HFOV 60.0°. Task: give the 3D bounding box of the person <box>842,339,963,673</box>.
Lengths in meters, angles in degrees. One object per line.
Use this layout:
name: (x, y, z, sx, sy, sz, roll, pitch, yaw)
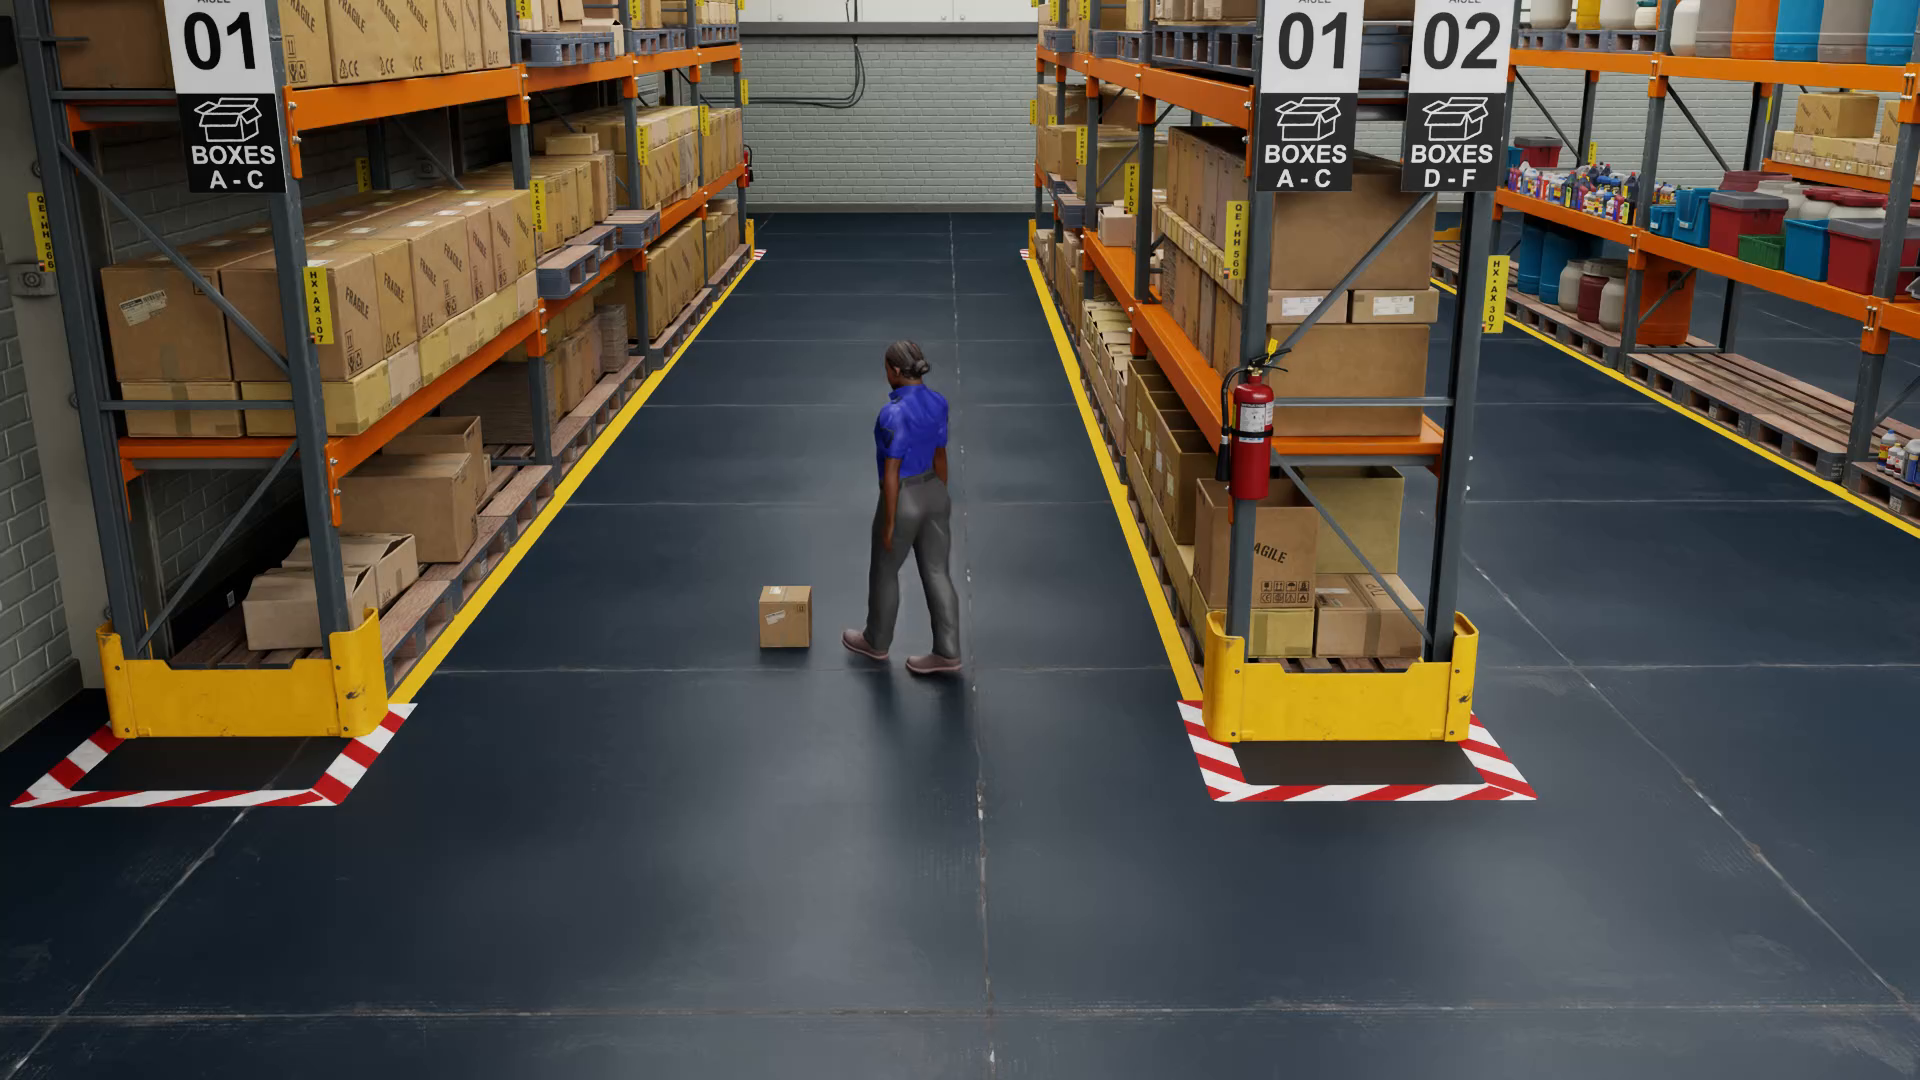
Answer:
person: (-0.299, -0.173, 8.092, 0.712, 1.641, 0.457, 16, 23, 41)
